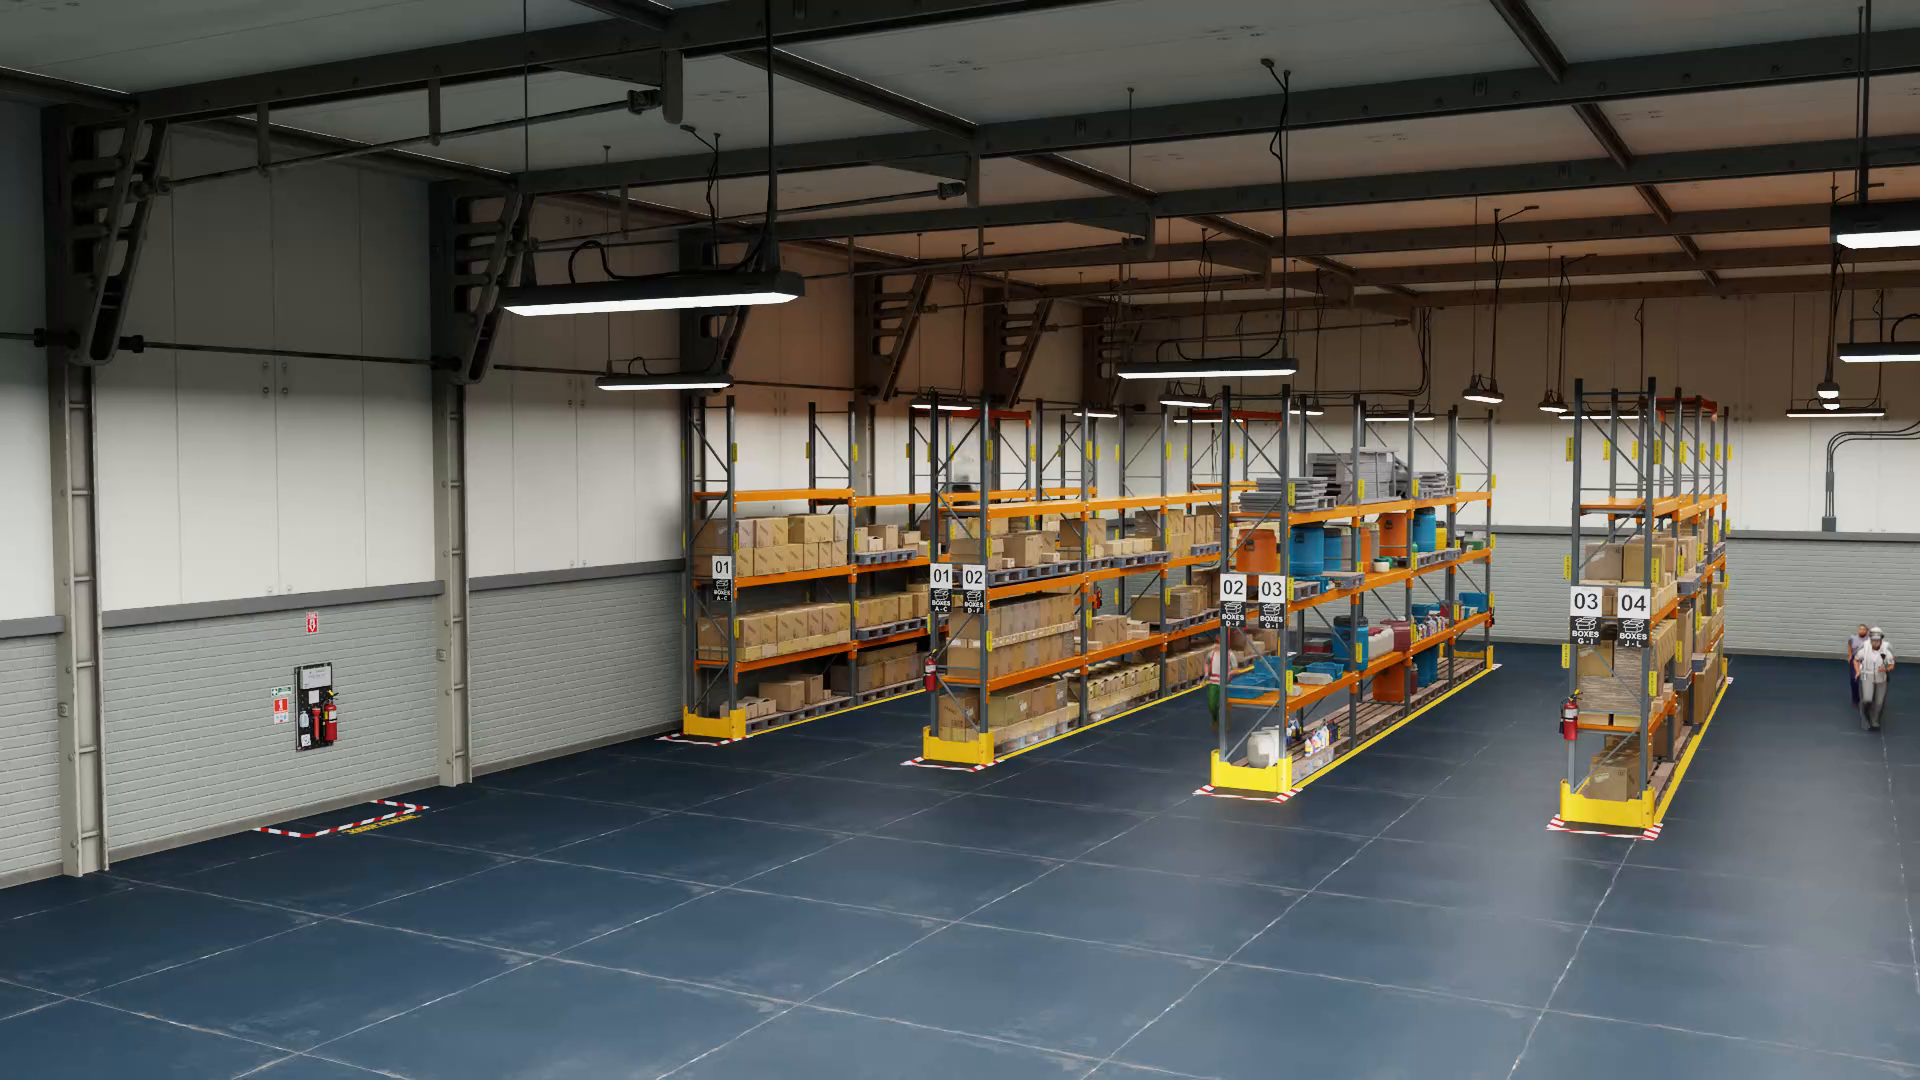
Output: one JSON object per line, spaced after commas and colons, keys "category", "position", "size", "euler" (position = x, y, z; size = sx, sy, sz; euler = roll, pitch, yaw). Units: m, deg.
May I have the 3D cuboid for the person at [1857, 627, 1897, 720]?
{"category": "person", "position": [17.025, 2.496, 30.901], "size": [0.661, 1.744, 0.594], "euler": [2, 3, 28]}

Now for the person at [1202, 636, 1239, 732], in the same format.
{"category": "person", "position": [4.590, 2.559, 29.409], "size": [0.648, 1.742, 0.635], "euler": [1, 3, 20]}

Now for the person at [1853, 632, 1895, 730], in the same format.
{"category": "person", "position": [16.463, 2.545, 29.945], "size": [0.647, 1.772, 0.680], "euler": [1, 3, 25]}

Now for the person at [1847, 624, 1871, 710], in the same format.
{"category": "person", "position": [17.754, 2.476, 32.717], "size": [0.565, 1.654, 0.930], "euler": [2, 4, 31]}
